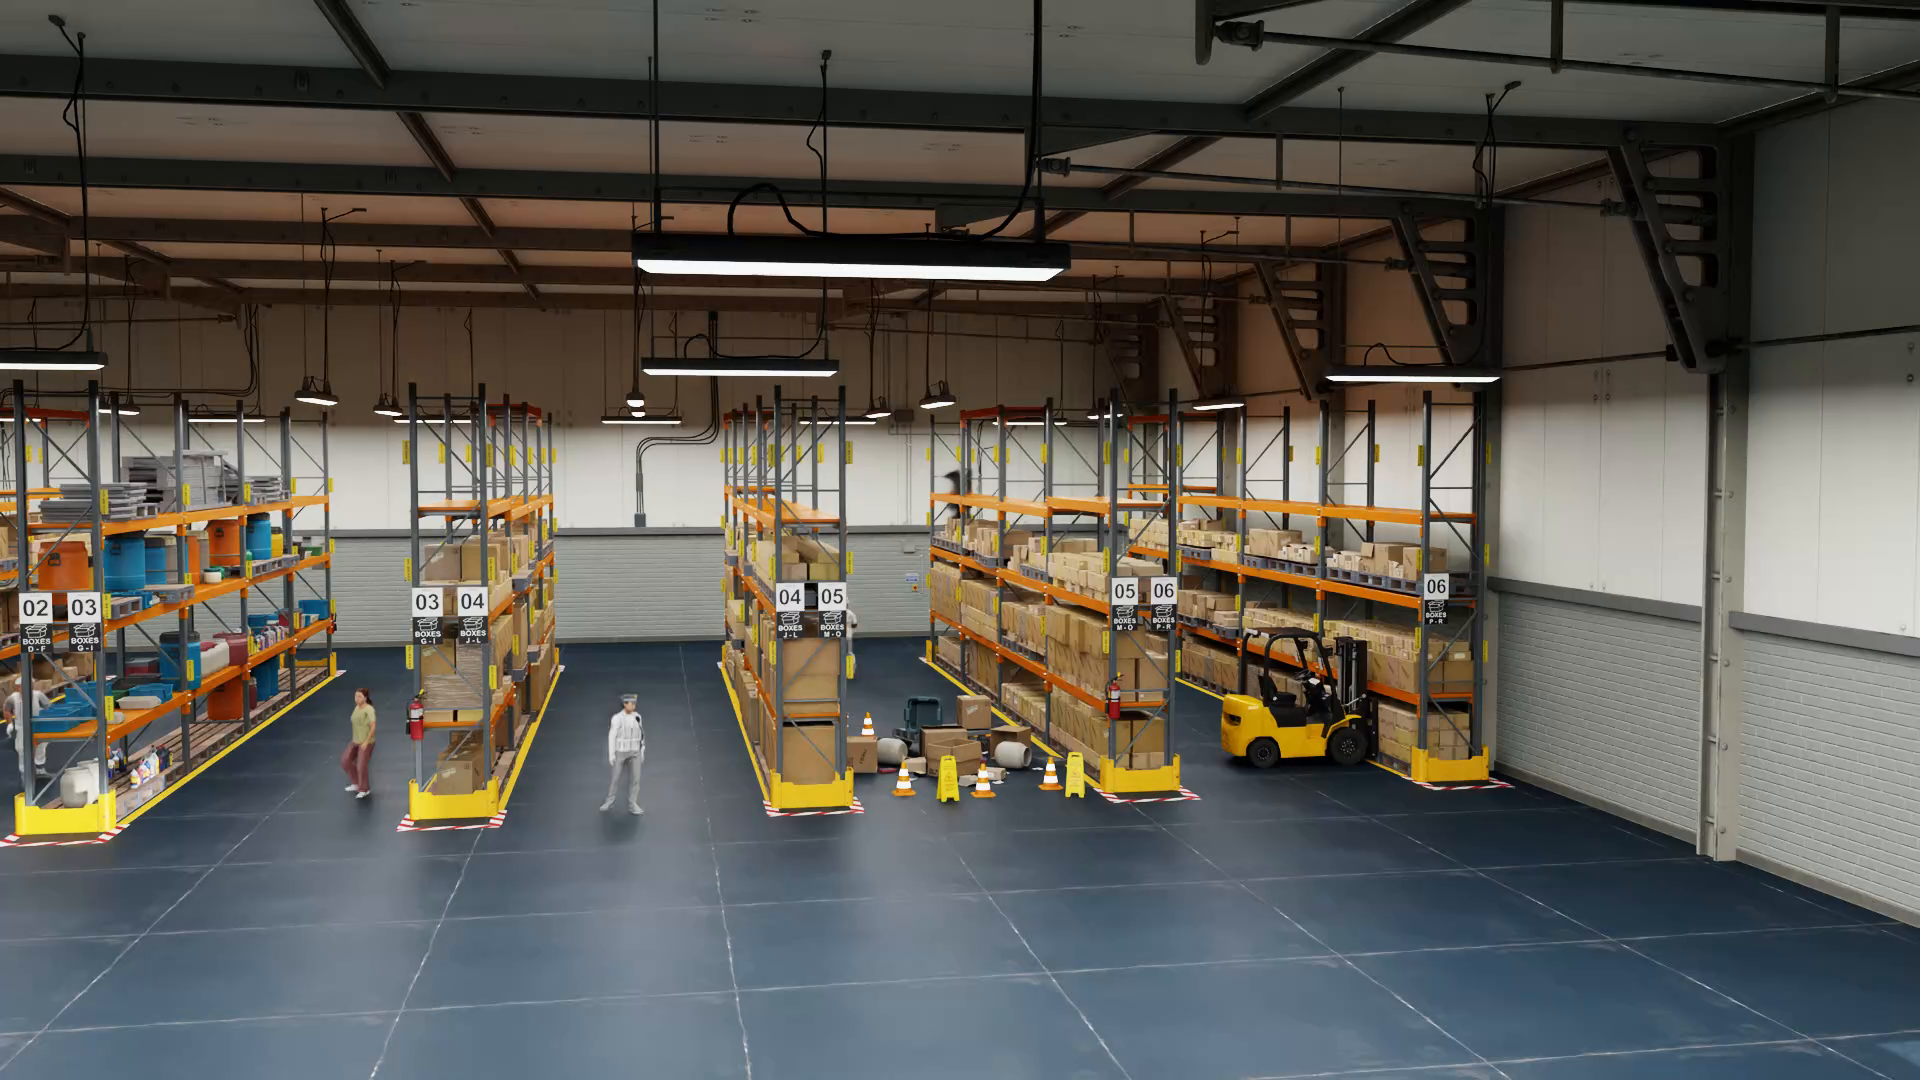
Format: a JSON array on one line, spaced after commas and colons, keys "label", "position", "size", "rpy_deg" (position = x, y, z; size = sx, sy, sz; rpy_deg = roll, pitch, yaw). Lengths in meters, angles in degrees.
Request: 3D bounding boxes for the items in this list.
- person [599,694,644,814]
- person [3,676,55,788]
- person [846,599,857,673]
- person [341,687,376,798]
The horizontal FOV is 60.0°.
[{"label": "person", "position": [-4.743, 2.993, 23.335], "size": [0.622, 1.675, 0.488], "rpy_deg": [-2, 3, -31]}, {"label": "person", "position": [-14.087, 2.891, 25.245], "size": [0.699, 1.716, 0.914], "rpy_deg": [-2, 4, -40]}, {"label": "person", "position": [-2.659, 2.201, 37.781], "size": [0.684, 1.745, 0.926], "rpy_deg": [-1, 3, -25]}, {"label": "person", "position": [-8.778, 2.972, 24.375], "size": [0.697, 1.666, 0.437], "rpy_deg": [2, 3, 30]}]
